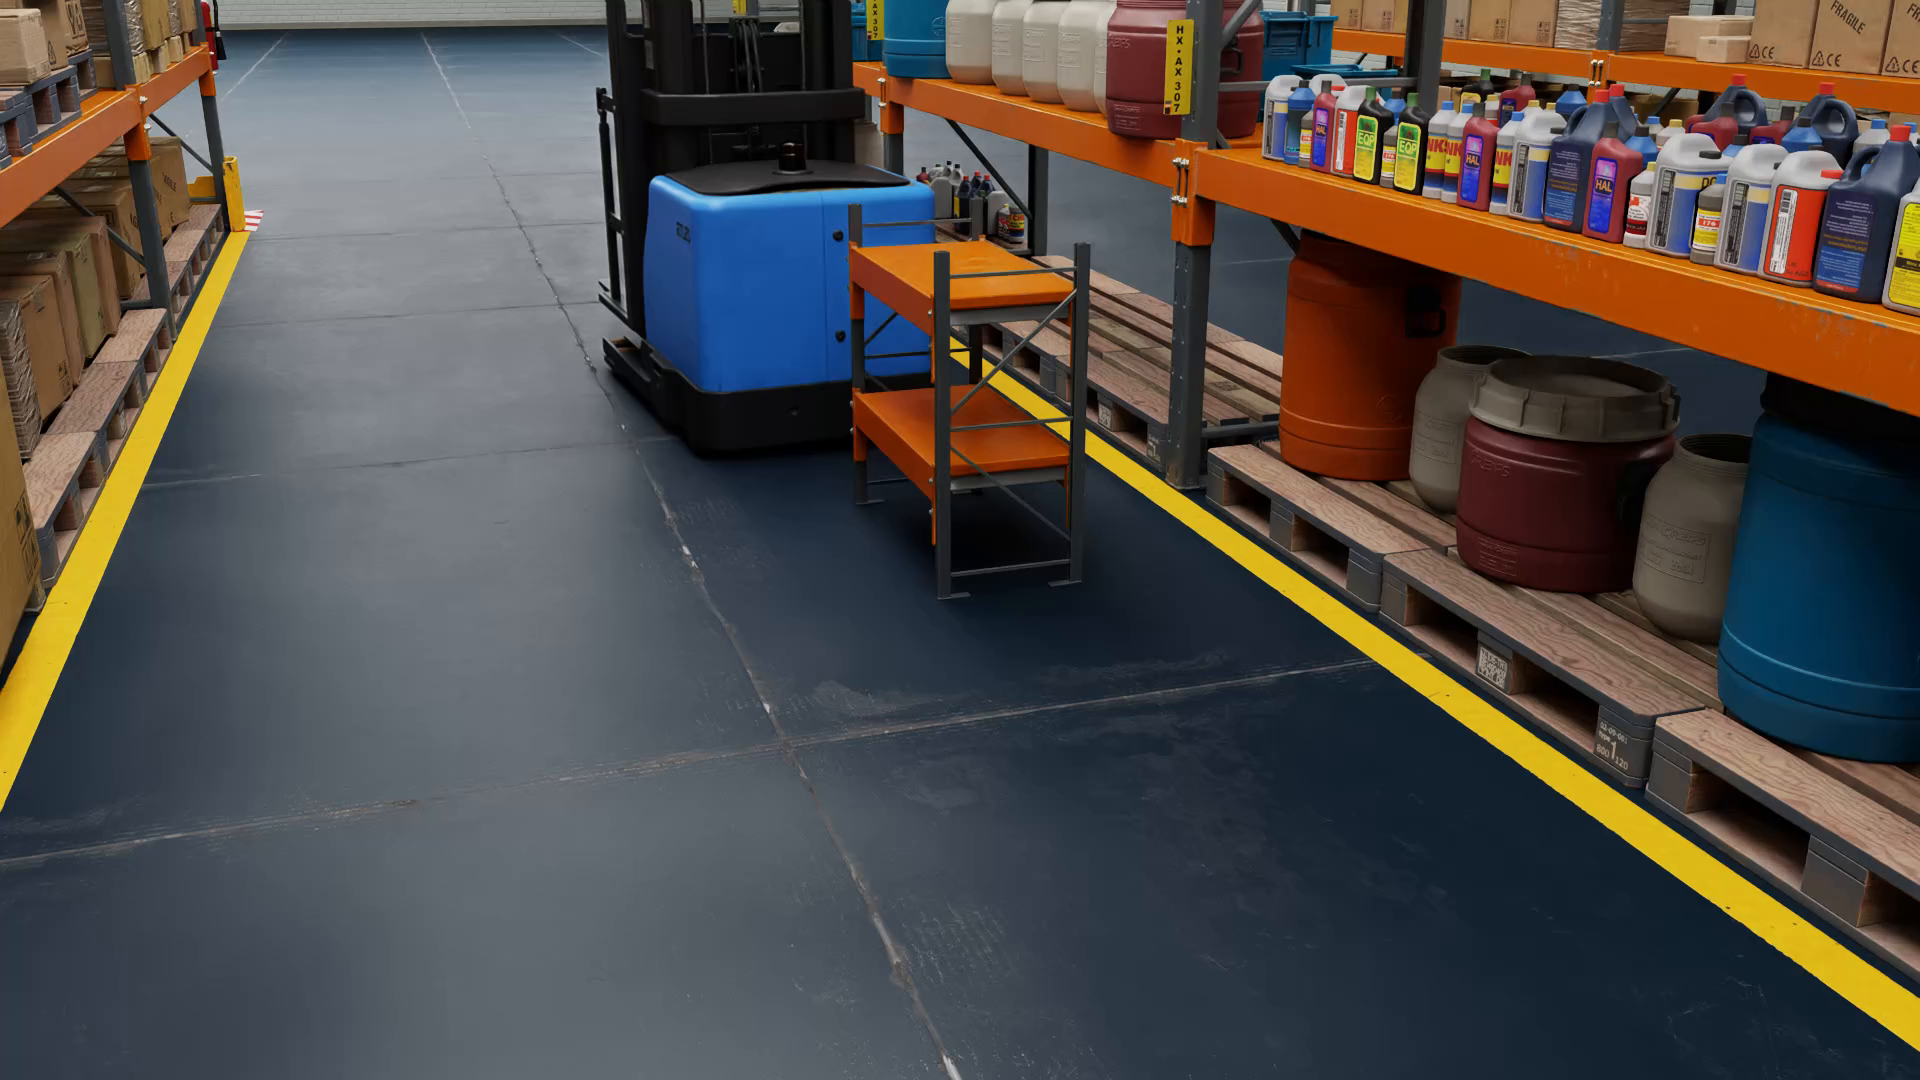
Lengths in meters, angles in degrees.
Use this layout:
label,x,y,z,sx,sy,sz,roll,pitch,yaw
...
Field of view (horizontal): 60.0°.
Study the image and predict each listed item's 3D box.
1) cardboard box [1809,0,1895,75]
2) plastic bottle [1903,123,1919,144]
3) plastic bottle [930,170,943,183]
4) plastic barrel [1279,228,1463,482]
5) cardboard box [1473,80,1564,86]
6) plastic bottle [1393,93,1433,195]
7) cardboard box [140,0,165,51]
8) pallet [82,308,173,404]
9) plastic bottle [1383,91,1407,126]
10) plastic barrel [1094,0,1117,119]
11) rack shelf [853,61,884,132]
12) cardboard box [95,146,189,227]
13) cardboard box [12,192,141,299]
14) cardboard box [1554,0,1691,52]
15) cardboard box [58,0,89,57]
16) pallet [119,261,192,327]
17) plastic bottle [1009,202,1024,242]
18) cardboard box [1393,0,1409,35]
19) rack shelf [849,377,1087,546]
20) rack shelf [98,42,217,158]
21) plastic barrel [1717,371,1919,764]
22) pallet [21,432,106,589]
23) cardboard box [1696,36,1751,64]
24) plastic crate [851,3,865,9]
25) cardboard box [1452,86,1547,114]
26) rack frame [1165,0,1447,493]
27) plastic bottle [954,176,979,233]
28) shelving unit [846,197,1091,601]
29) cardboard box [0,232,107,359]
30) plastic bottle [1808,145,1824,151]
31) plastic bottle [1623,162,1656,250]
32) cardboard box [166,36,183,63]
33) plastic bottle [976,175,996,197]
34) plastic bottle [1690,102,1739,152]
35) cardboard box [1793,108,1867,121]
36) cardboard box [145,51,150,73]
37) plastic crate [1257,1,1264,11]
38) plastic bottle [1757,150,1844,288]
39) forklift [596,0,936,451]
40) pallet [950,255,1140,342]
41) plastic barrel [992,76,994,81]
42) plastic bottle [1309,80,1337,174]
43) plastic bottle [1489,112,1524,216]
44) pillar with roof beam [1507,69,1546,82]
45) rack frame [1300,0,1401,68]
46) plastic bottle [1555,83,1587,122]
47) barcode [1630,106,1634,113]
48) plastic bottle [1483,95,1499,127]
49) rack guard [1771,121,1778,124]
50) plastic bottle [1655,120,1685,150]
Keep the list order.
label,x,y,z,sx,sy,sz,roll,pitch,yaw
cardboard box,5.295,-2.946,9.532,0.500,0.500,0.500,-6,21,-17
plastic bottle,2.399,-0.924,4.243,0.097,0.271,0.097,0,20,0
plastic bottle,-0.125,-2.489,11.787,0.152,0.276,0.135,-7,21,-19
plastic barrel,1.470,-0.689,5.986,0.600,0.830,0.708,-6,21,-17
cardboard box,4.424,-3.396,13.271,0.500,0.500,0.500,-6,21,-17
plastic bottle,1.345,-1.169,4.907,0.061,0.283,0.133,-6,21,-17
cardboard box,-4.866,-2.927,9.041,0.875,0.500,0.500,-6,21,-17
pallet,-4.414,-0.863,8.007,1.003,0.211,1.213,-6,21,-17
plastic bottle,1.342,-1.252,5.155,0.097,0.271,0.097,0,20,0
plastic barrel,0.773,-2.028,6.959,0.421,0.512,0.421,0,20,0
rack shelf,-0.586,-3.255,11.604,1.077,0.370,4.000,-6,21,-17
cardboard box,-5.516,-2.340,11.069,0.500,0.500,0.500,-1,20,-3
cardboard box,-4.747,-1.579,8.952,0.500,0.500,0.500,-7,21,-19
cardboard box,4.600,-3.665,11.536,0.700,0.500,0.500,-7,21,-19
cardboard box,-4.543,-2.635,7.307,1.000,1.000,1.000,-6,21,-17
pallet,-4.904,-1.325,9.292,1.003,0.211,1.213,-6,21,-17
plastic bottle,0.358,-2.023,10.497,0.097,0.271,0.097,0,20,0
cardboard box,3.943,-4.328,13.381,0.700,0.500,0.500,-6,21,-17
rack shelf,0.002,-0.297,5.803,0.538,0.278,1.000,-6,21,-17
rack shelf,-5.288,-2.728,10.139,1.077,0.370,4.000,-6,21,-17
plastic barrel,2.179,0.002,3.956,0.600,0.901,0.708,-6,21,-17
pallet,-3.647,-0.080,5.827,1.003,0.211,1.213,-6,21,-17
cardboard box,4.830,-3.052,10.348,0.380,0.149,0.250,-6,21,-17
plastic crate,-0.774,-4.036,12.936,0.499,0.251,0.616,-6,21,-17
cardboard box,4.086,-3.180,12.670,0.500,0.500,0.500,-6,21,-17
rack frame,1.300,-1.668,6.122,1.000,3.000,0.127,-6,21,-17
plastic bottle,0.046,-2.200,10.871,0.144,0.351,0.185,-6,21,-17
shelving unit,0.002,-0.527,5.720,0.538,1.125,1.048,-6,21,-17
cardboard box,-4.355,-1.101,7.592,0.700,0.500,0.500,-7,21,-18
plastic bottle,1.923,-0.757,3.777,0.097,0.271,0.097,0,20,0
plastic bottle,1.675,-0.814,4.038,0.097,0.201,0.097,0,20,0
cardboard box,-5.060,-3.051,10.344,0.380,0.149,0.250,-6,21,-17
plastic bottle,0.183,-2.215,10.913,0.144,0.351,0.185,-6,21,-16
plastic bottle,2.112,-1.087,4.678,0.061,0.283,0.133,-6,21,-17
cardboard box,8.322,-3.998,15.936,0.500,0.311,0.500,-9,22,-23
cardboard box,-4.613,-2.567,8.997,0.380,0.149,0.250,-6,21,-17
plastic crate,1.082,-2.249,7.646,0.402,0.464,0.583,-6,21,-17
plastic bottle,1.853,-0.697,3.603,0.152,0.276,0.135,-6,21,-17
forklift,-1.122,-2.201,7.708,1.130,2.935,3.031,-8,21,-21
pallet,0.326,-1.391,9.477,1.003,0.211,1.213,-6,21,-17
plastic barrel,0.313,-2.445,8.491,0.301,0.262,0.301,0,20,0
plastic bottle,1.189,-1.329,5.353,0.061,0.283,0.133,-6,21,-17
plastic bottle,1.502,-1.023,4.518,0.097,0.271,0.097,0,20,0
pillar with roof beam,3.259,-9.446,18.904,9.100,9.000,0.400,-6,21,-17
rack frame,3.489,-4.760,14.732,1.000,3.000,0.127,-6,21,-17
plastic bottle,1.984,-1.347,5.420,0.097,0.271,0.097,0,20,0
barcode,4.431,-2.833,10.993,0.001,0.075,0.075,-6,21,-17
plastic bottle,1.851,-1.451,5.812,0.097,0.201,0.097,0,20,0
rack guard,8.214,-4.087,16.555,1.175,0.500,0.348,-6,21,-17
plastic bottle,2.137,-1.158,4.997,0.097,0.201,0.097,0,20,0
